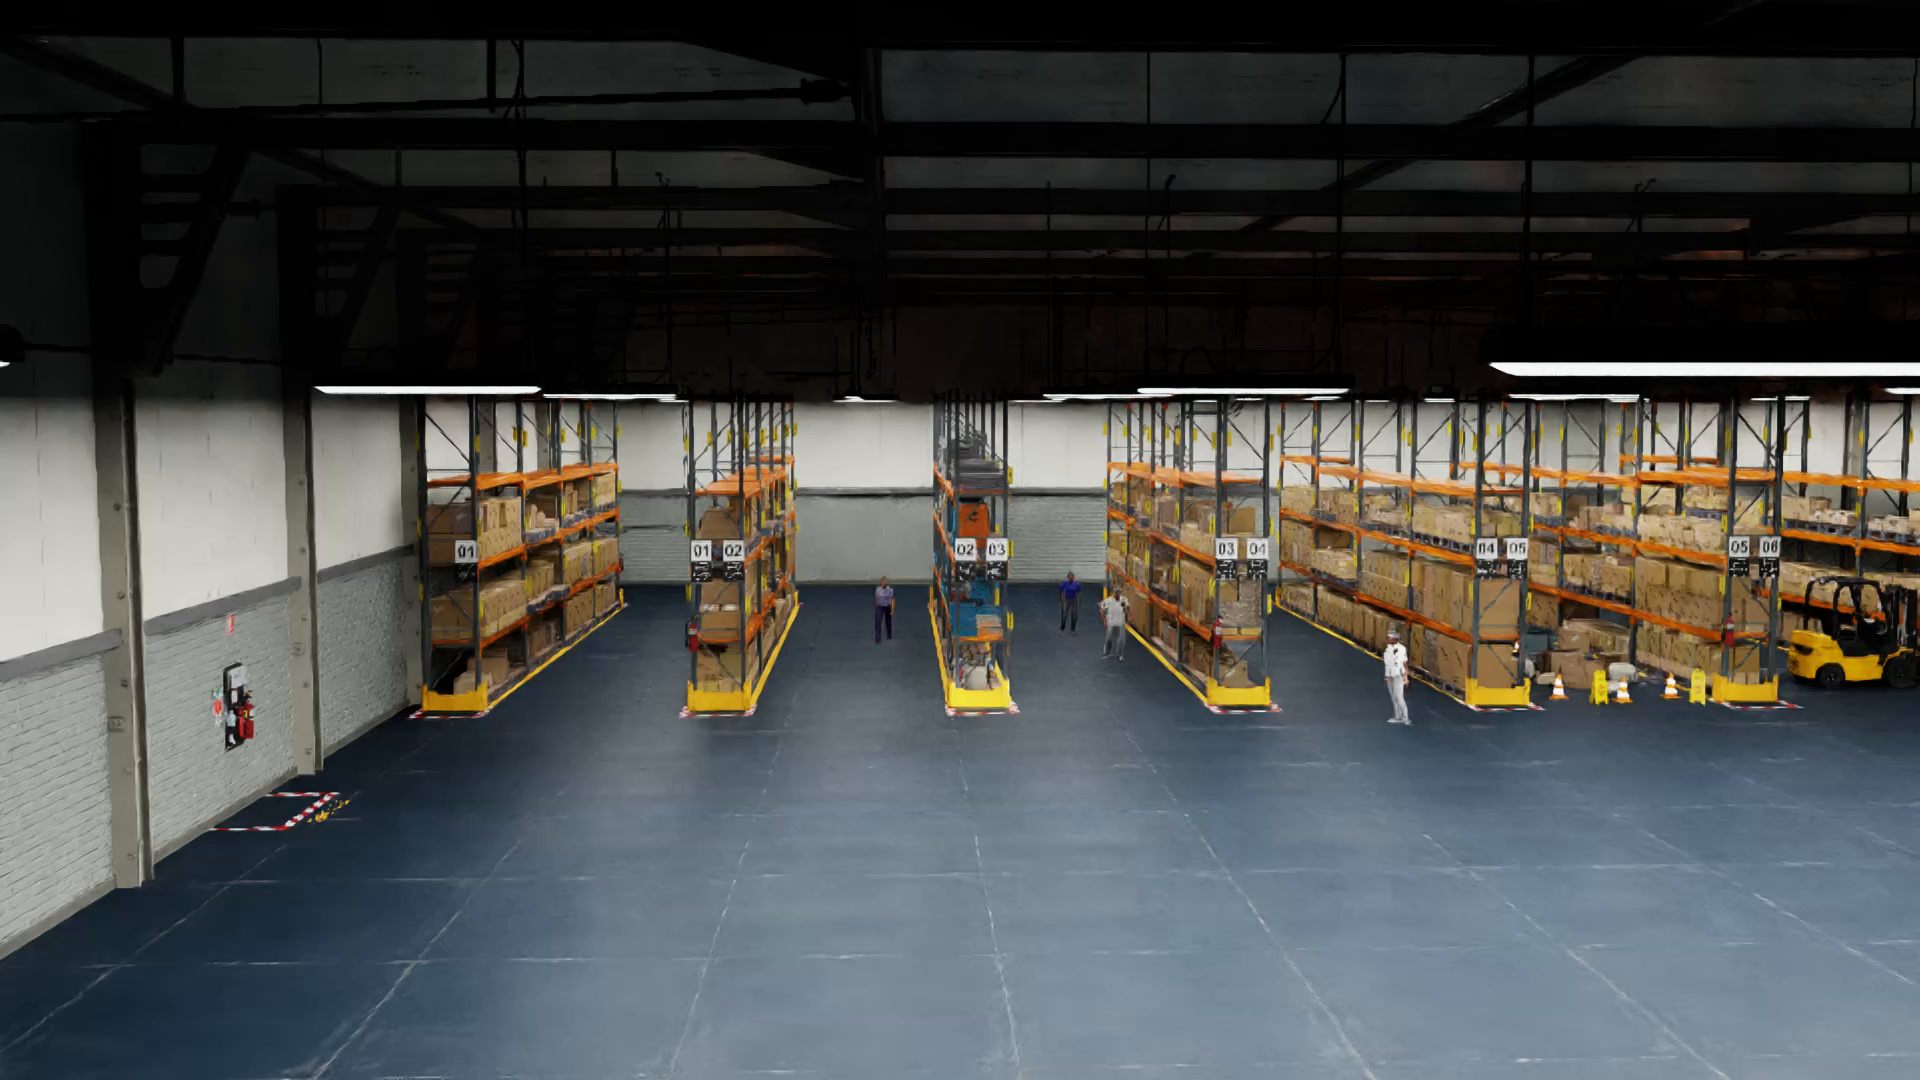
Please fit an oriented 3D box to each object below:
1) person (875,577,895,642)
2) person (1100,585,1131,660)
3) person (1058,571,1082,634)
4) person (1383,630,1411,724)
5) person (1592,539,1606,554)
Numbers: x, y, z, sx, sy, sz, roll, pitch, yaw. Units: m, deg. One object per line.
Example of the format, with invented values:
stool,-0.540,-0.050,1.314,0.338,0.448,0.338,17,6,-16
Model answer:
person,-1.808,1.657,40.090,0.481,1.565,1.094,0,5,0
person,3.477,1.843,37.185,0.682,1.711,0.542,0,5,-4
person,2.737,1.554,41.416,0.592,1.604,0.518,0,5,-5
person,7.833,2.451,29.782,0.382,1.671,0.562,-3,6,-33
person,19.258,0.755,50.146,0.712,1.786,0.551,-3,5,-32
